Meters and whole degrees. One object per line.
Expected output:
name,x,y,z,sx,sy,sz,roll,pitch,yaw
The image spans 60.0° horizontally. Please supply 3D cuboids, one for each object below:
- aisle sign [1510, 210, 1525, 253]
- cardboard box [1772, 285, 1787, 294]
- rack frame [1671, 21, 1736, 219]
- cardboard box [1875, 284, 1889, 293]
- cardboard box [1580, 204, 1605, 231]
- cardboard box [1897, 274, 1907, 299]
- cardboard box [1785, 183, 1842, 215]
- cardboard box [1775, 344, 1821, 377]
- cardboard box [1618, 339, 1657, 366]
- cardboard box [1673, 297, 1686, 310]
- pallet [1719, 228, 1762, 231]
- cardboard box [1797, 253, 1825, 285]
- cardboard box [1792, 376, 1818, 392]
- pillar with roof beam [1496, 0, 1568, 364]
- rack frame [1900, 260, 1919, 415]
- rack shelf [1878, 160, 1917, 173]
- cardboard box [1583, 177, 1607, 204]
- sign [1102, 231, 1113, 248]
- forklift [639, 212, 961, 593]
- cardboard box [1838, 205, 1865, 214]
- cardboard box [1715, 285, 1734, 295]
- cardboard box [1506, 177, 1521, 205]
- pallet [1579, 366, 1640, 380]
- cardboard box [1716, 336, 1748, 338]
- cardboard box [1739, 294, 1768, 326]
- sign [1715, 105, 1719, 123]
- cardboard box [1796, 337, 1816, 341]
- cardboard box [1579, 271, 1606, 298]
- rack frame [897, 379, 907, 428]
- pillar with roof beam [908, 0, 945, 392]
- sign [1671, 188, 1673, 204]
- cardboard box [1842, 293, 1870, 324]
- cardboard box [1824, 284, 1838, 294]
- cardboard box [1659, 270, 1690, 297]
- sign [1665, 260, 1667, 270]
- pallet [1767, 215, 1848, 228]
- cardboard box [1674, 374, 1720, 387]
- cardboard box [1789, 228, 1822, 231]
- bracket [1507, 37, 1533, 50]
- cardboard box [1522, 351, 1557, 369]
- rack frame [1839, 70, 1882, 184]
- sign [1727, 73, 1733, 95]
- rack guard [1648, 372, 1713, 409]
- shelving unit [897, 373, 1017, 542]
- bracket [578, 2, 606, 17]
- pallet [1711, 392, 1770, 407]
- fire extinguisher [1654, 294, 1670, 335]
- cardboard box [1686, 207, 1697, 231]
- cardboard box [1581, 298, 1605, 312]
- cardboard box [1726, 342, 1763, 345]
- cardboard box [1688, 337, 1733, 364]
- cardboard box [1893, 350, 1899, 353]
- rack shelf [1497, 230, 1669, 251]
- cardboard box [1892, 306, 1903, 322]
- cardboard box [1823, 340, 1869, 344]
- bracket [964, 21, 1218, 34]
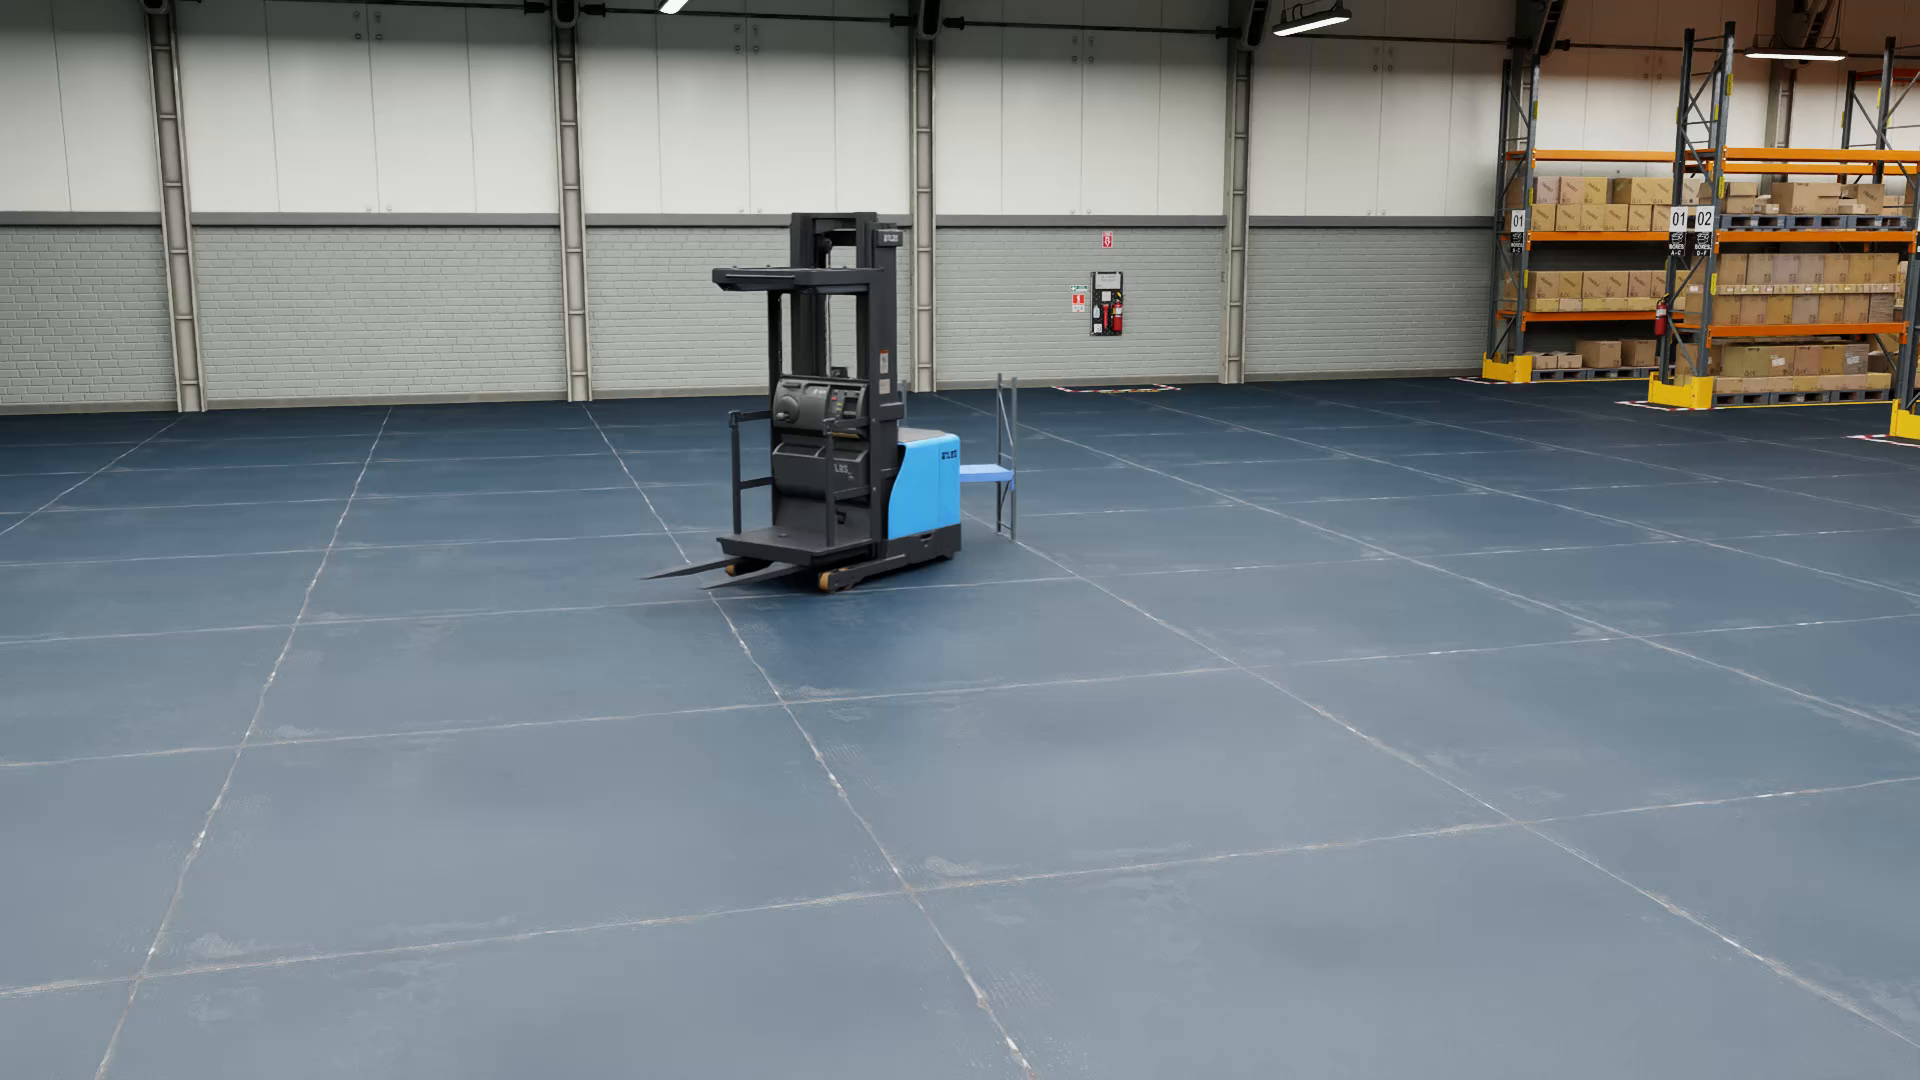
aisle sign,10.453,-5.779,31.175,0.004,0.787,0.394,-3,11,-16
cardboard box,13.254,-4.098,27.159,0.250,0.149,0.380,-3,11,-18
rack frame,11.826,-6.646,26.494,0.127,3.000,1.000,-3,11,-16
cardboard box,15.227,-4.203,27.726,0.250,0.149,0.380,-3,11,-17
cardboard box,11.852,-6.112,31.547,0.500,0.500,0.500,-2,11,-13
cardboard box,19.162,-5.171,33.902,0.500,0.500,0.500,-3,11,-14
cardboard box,14.050,-5.638,27.471,0.637,0.503,0.797,-2,11,-10
cardboard box,13.844,-2.982,27.527,0.500,0.500,0.500,-3,11,-16
cardboard box,13.293,-3.686,32.677,0.500,0.500,0.500,-4,11,-20
cardboard box,13.908,-4.618,32.408,0.500,0.250,0.500,-3,11,-16
pallet,14.901,-6.154,32.628,1.003,0.211,1.213,-3,11,-16
cardboard box,13.797,-4.485,27.468,0.500,0.500,0.700,-3,11,-16
cardboard box,13.844,-2.613,27.596,0.500,0.250,0.500,-3,11,-16
pillar with roof beam,12.071,-6.944,28.115,0.548,9.000,9.100,-3,11,-16
rack frame,13.207,-2.834,22.359,0.127,3.000,1.000,-3,11,-16
rack shelf,17.587,-6.399,28.244,4.000,0.370,1.077,-3,11,-16
cardboard box,11.860,-6.604,31.459,0.500,0.500,0.500,-3,11,-14
sign,2.688,-5.477,30.312,0.199,0.298,0.001,-3,11,-16
forklift,-1.257,-1.126,13.273,1.130,2.935,3.031,7,13,35
cardboard box,14.585,-5.416,27.247,0.250,0.149,0.380,-3,11,-16
cardboard box,12.263,-4.046,26.874,0.250,0.149,0.380,-3,11,-16
cardboard box,10.779,-6.649,31.706,0.500,0.500,0.500,-3,11,-13
pallet,12.470,-3.285,32.509,1.213,0.211,1.003,-3,11,-16
cardboard box,15.402,-4.177,33.274,0.500,0.250,0.500,-3,11,-17
cardboard box,12.781,-3.793,27.293,0.500,0.500,0.700,-3,11,-14
sign,14.412,-8.112,31.661,0.005,0.325,0.100,-3,11,-16
cardboard box,16.915,-3.897,33.820,0.500,0.500,0.700,-3,11,-16
cardboard box,11.955,-4.881,31.767,0.500,0.500,0.500,-3,11,-18
rack frame,-0.552,-0.712,14.977,0.032,1.500,0.500,-3,11,-16
pillar with roof beam,0.550,-6.337,24.816,0.548,9.000,9.100,-3,11,-16
sign,11.688,-5.662,27.209,0.005,0.325,0.100,-3,11,-16
cardboard box,14.738,-3.895,27.848,0.500,0.500,0.700,-3,11,-17
cardboard box,14.246,-4.151,27.444,0.250,0.149,0.380,-3,11,-14
cardboard box,13.911,-4.986,32.335,0.500,0.500,0.500,-3,11,-16
sign,14.120,-5.424,33.231,0.005,0.325,0.100,-3,11,-16
pallet,13.686,-5.221,27.282,1.213,0.211,1.003,-3,11,-16
cardboard box,12.258,-2.628,27.674,0.500,0.250,0.500,-3,11,-16
cardboard box,16.848,-6.447,33.361,0.637,0.503,0.797,-1,11,-8
bracket,10.569,-9.380,31.404,0.430,0.232,0.235,-3,11,-16
cardboard box,11.127,-3.469,32.022,0.500,0.311,0.500,-4,11,-22
rack frame,18.119,-7.911,33.369,0.127,3.000,1.000,-3,11,-16
sign,11.975,-7.086,25.869,0.005,0.325,0.100,-3,11,-16
rack guard,11.803,-2.465,27.257,0.348,0.500,1.175,-3,11,-16
shelving unit,-0.063,-0.738,15.114,1.048,1.500,0.538,-3,11,-16
bracket,-5.917,-8.511,26.685,0.430,0.232,0.235,-3,11,-16
pallet,12.548,-2.370,27.539,1.213,0.211,1.003,-3,11,-16
fire extinguisher,11.583,-3.732,27.450,0.183,0.674,0.296,-3,11,-16
cardboard box,13.860,-6.224,32.158,0.500,0.500,0.500,-3,11,-14
cardboard box,11.980,-4.515,31.850,0.500,0.250,0.500,-3,11,-17
cardboard box,13.214,-3.050,27.897,0.500,0.500,0.500,-3,11,-16
cardboard box,14.980,-3.786,33.218,0.500,0.500,0.700,-3,11,-14
cardboard box,16.473,-3.125,28.828,0.500,0.311,0.500,-3,11,-14
rack shelf,12.358,-5.779,32.057,4.000,0.370,1.077,-3,11,-16
cardboard box,16.127,-3.856,28.327,0.500,0.250,0.500,-2,11,-12
cardboard box,15.134,-3.152,28.448,0.500,0.500,0.500,-3,11,-16
bracket,2.318,-8.945,29.042,4.783,0.066,0.076,-3,11,-16
